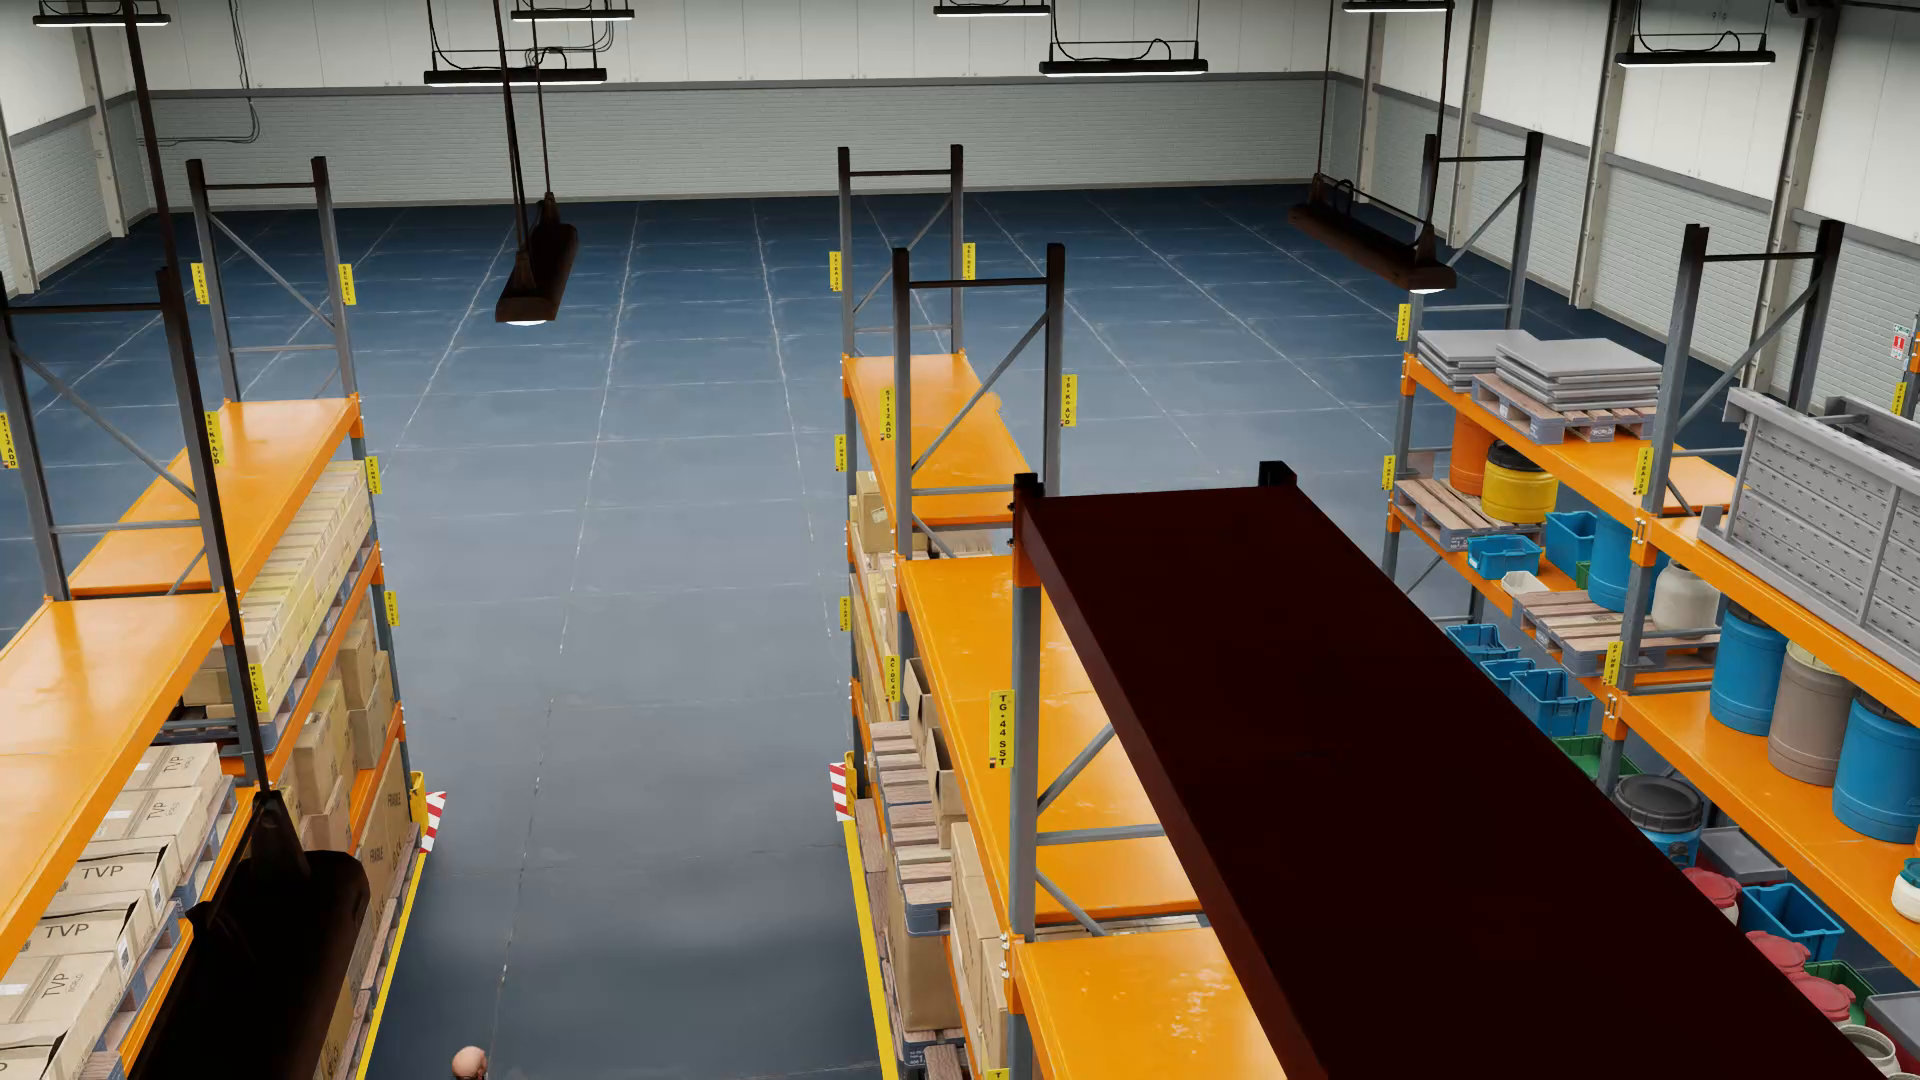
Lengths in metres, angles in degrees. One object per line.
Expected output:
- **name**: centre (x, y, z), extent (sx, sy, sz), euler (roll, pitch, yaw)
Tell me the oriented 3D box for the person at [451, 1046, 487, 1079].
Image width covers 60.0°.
- **person**: centre (-2.832, 3.702, 10.017), extent (0.625, 1.677, 0.977), euler (-2, 22, -6)
